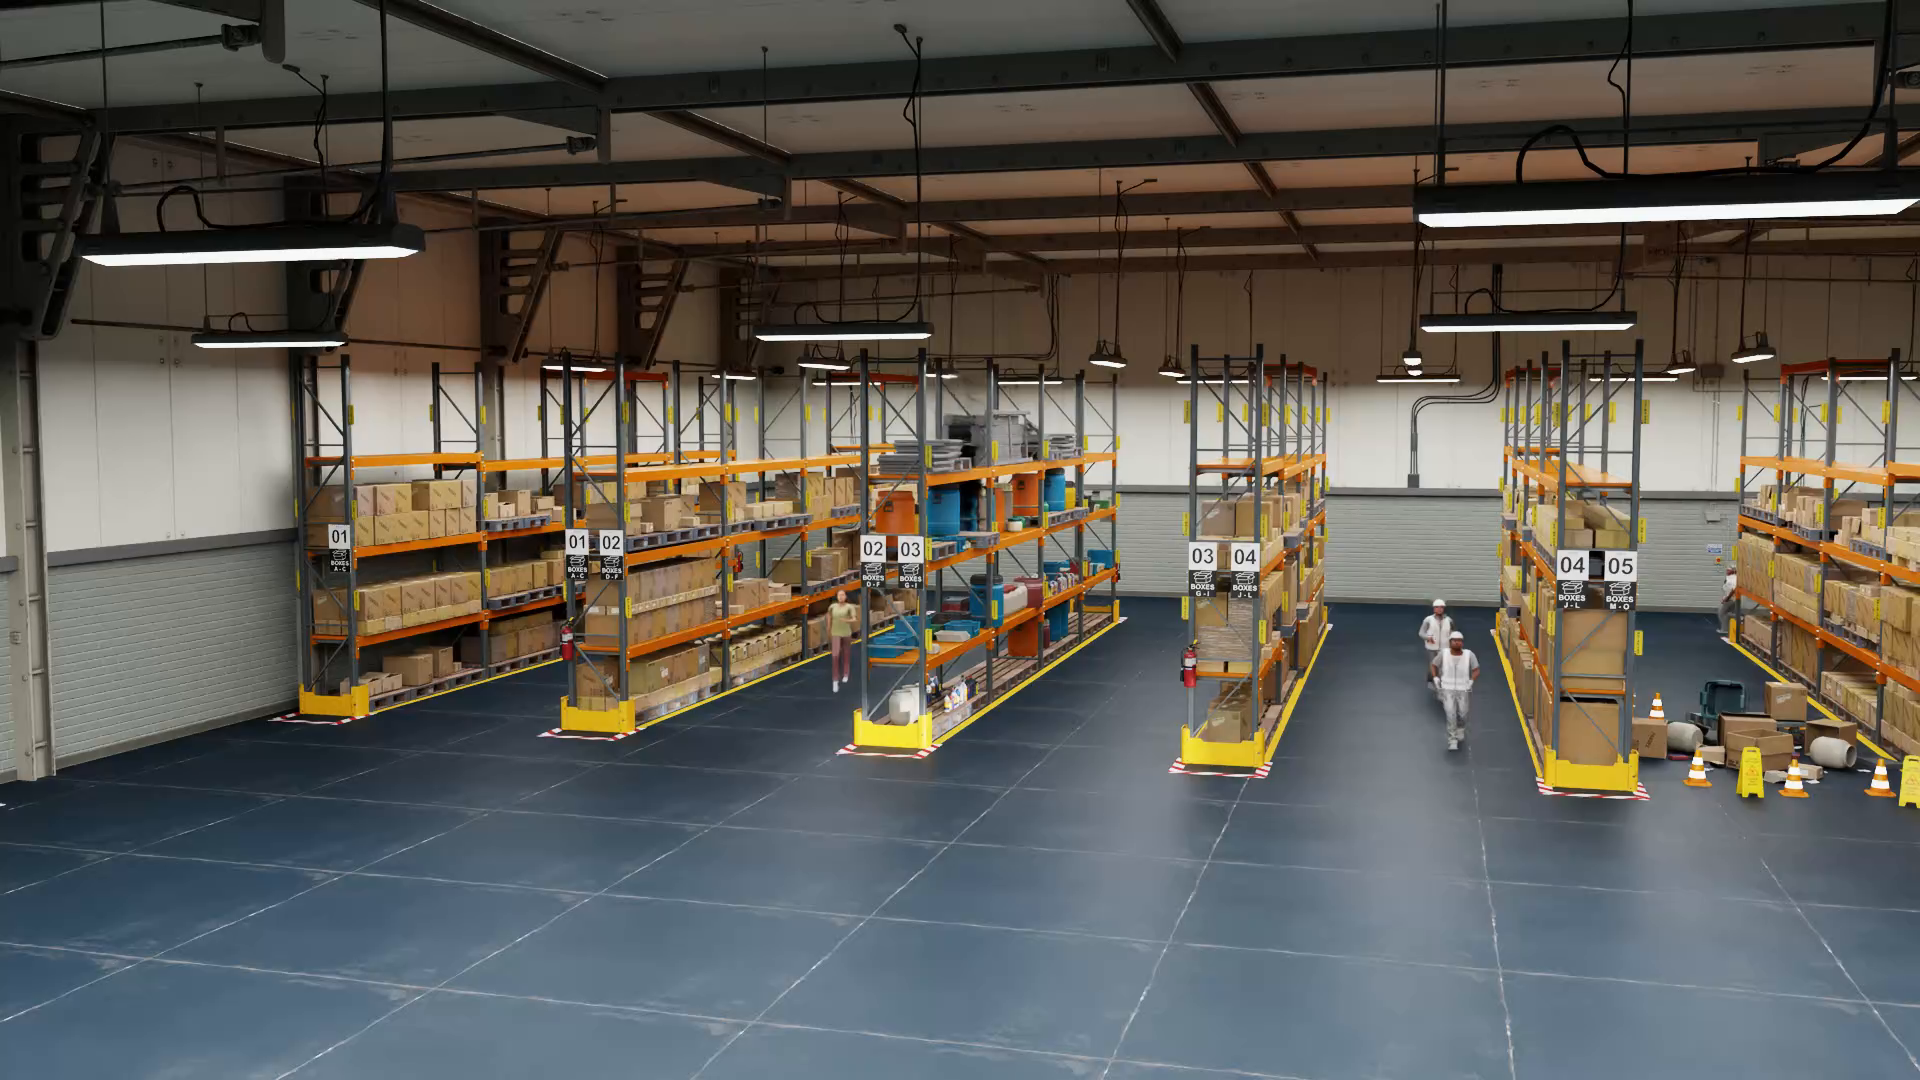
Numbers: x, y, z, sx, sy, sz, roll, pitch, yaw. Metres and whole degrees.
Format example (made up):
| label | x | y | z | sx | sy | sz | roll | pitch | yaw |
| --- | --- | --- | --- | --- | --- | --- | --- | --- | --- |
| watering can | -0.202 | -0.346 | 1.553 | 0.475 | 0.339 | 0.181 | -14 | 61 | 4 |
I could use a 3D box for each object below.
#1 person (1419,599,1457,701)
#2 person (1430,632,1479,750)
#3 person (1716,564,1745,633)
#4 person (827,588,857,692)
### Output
| label | x | y | z | sx | sy | sz | roll | pitch | yaw |
| --- | --- | --- | --- | --- | --- | --- | --- | --- | --- |
| person | 8.421 | 1.914 | 29.280 | 0.670 | 1.749 | 0.880 | 0 | 4 | 6 |
| person | 7.447 | 2.246 | 25.035 | 0.708 | 1.757 | 0.749 | 1 | 4 | 14 |
| person | 17.575 | 1.346 | 37.915 | 0.608 | 1.627 | 0.620 | 2 | 5 | 30 |
| person | -2.060 | 1.723 | 28.913 | 0.544 | 1.775 | 0.706 | 0 | 4 | 0 |
